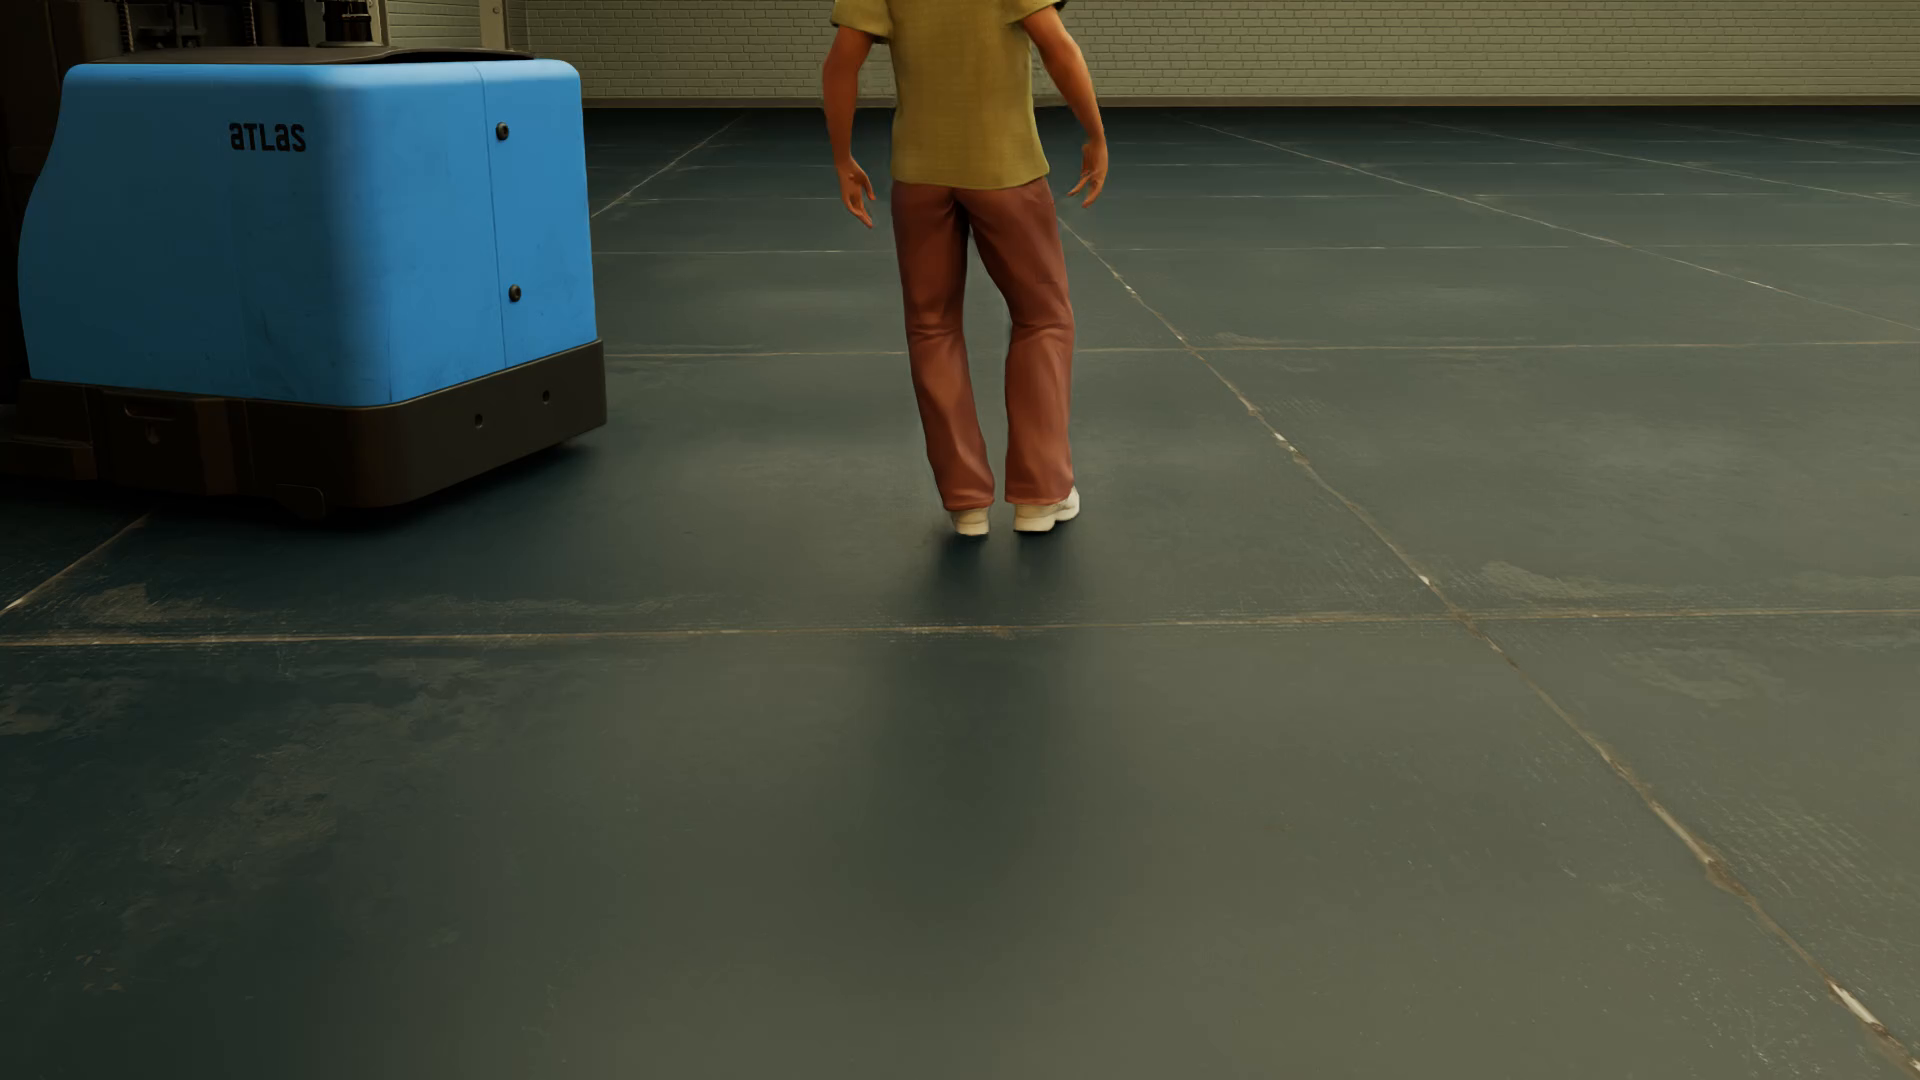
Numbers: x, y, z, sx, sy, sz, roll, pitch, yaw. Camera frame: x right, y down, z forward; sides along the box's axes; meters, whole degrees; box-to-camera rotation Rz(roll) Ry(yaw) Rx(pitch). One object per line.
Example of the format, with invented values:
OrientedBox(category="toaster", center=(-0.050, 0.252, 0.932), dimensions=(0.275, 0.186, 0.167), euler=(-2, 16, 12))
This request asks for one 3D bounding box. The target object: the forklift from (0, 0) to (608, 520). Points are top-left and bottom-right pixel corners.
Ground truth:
OrientedBox(category="forklift", center=(-2.585, -1.694, 4.444), dimensions=(3.031, 2.935, 1.130), euler=(6, 18, 19))

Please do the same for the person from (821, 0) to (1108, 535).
OrientedBox(category="person", center=(0.038, -0.813, 3.786), dimensions=(0.612, 1.657, 0.501), euler=(5, 18, 16))
